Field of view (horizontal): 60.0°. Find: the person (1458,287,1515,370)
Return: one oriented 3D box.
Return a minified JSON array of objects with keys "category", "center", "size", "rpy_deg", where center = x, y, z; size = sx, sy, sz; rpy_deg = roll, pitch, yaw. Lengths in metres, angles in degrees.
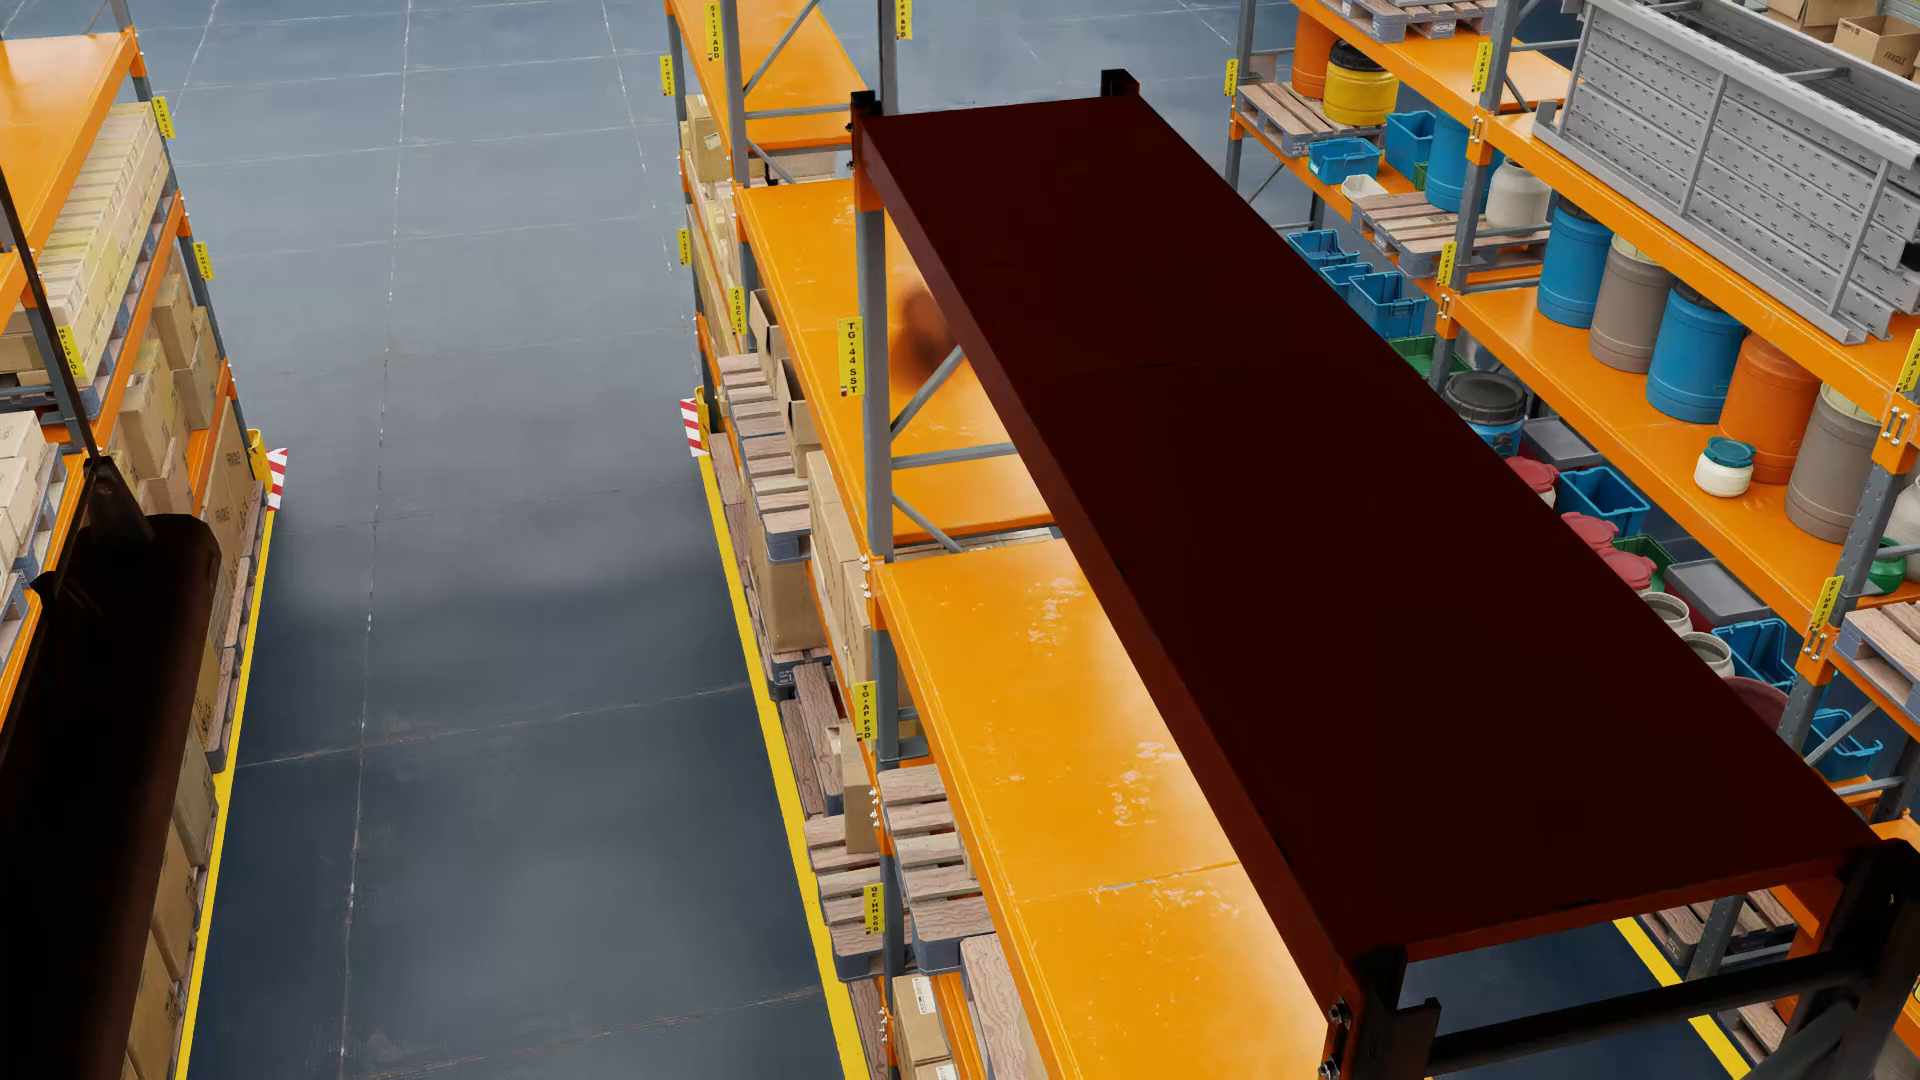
[{"category":"person","center":[4.792,-1.935,15.437],"size":[0.557,1.712,0.821],"rpy_deg":[-6,35,-8]}]
